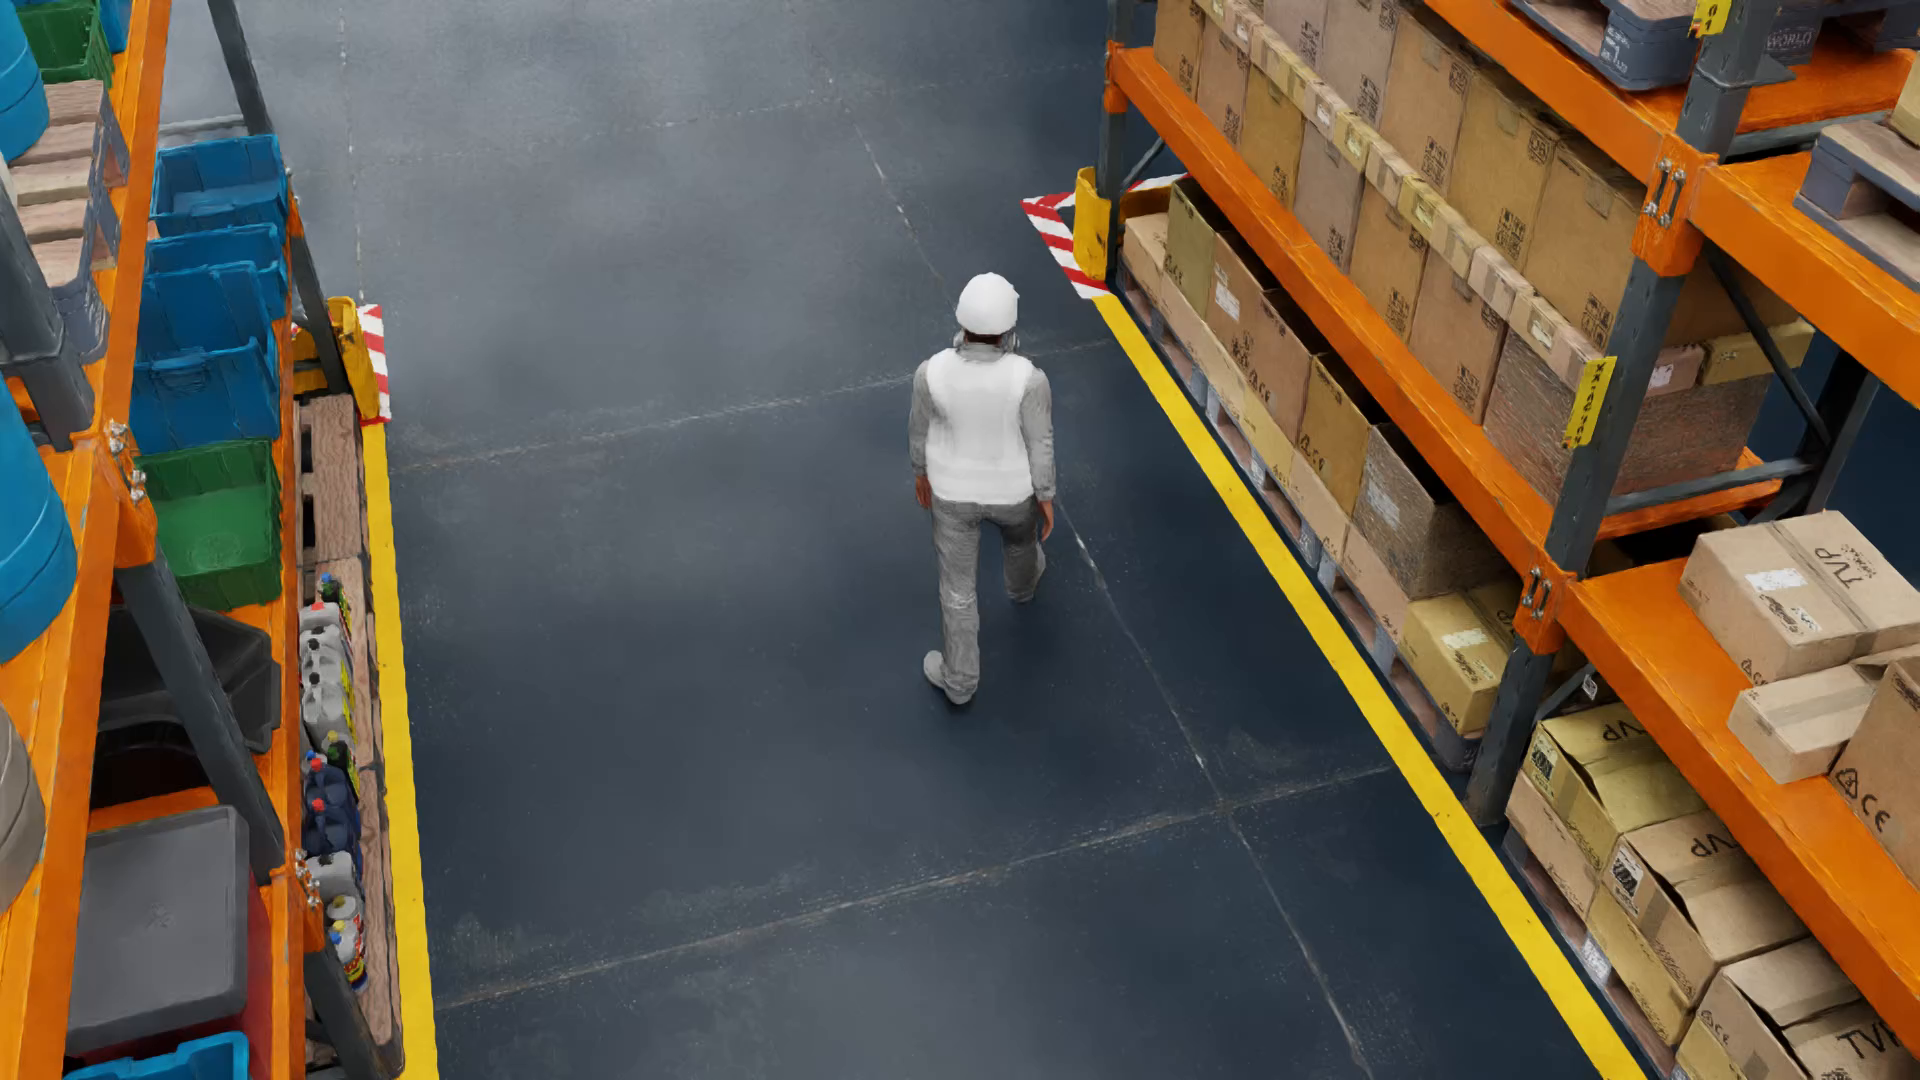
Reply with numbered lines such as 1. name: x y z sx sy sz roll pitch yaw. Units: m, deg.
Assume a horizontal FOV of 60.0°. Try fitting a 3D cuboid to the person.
1. person: 0.107 -0.259 6.452 0.474 1.741 0.925 3 42 4
